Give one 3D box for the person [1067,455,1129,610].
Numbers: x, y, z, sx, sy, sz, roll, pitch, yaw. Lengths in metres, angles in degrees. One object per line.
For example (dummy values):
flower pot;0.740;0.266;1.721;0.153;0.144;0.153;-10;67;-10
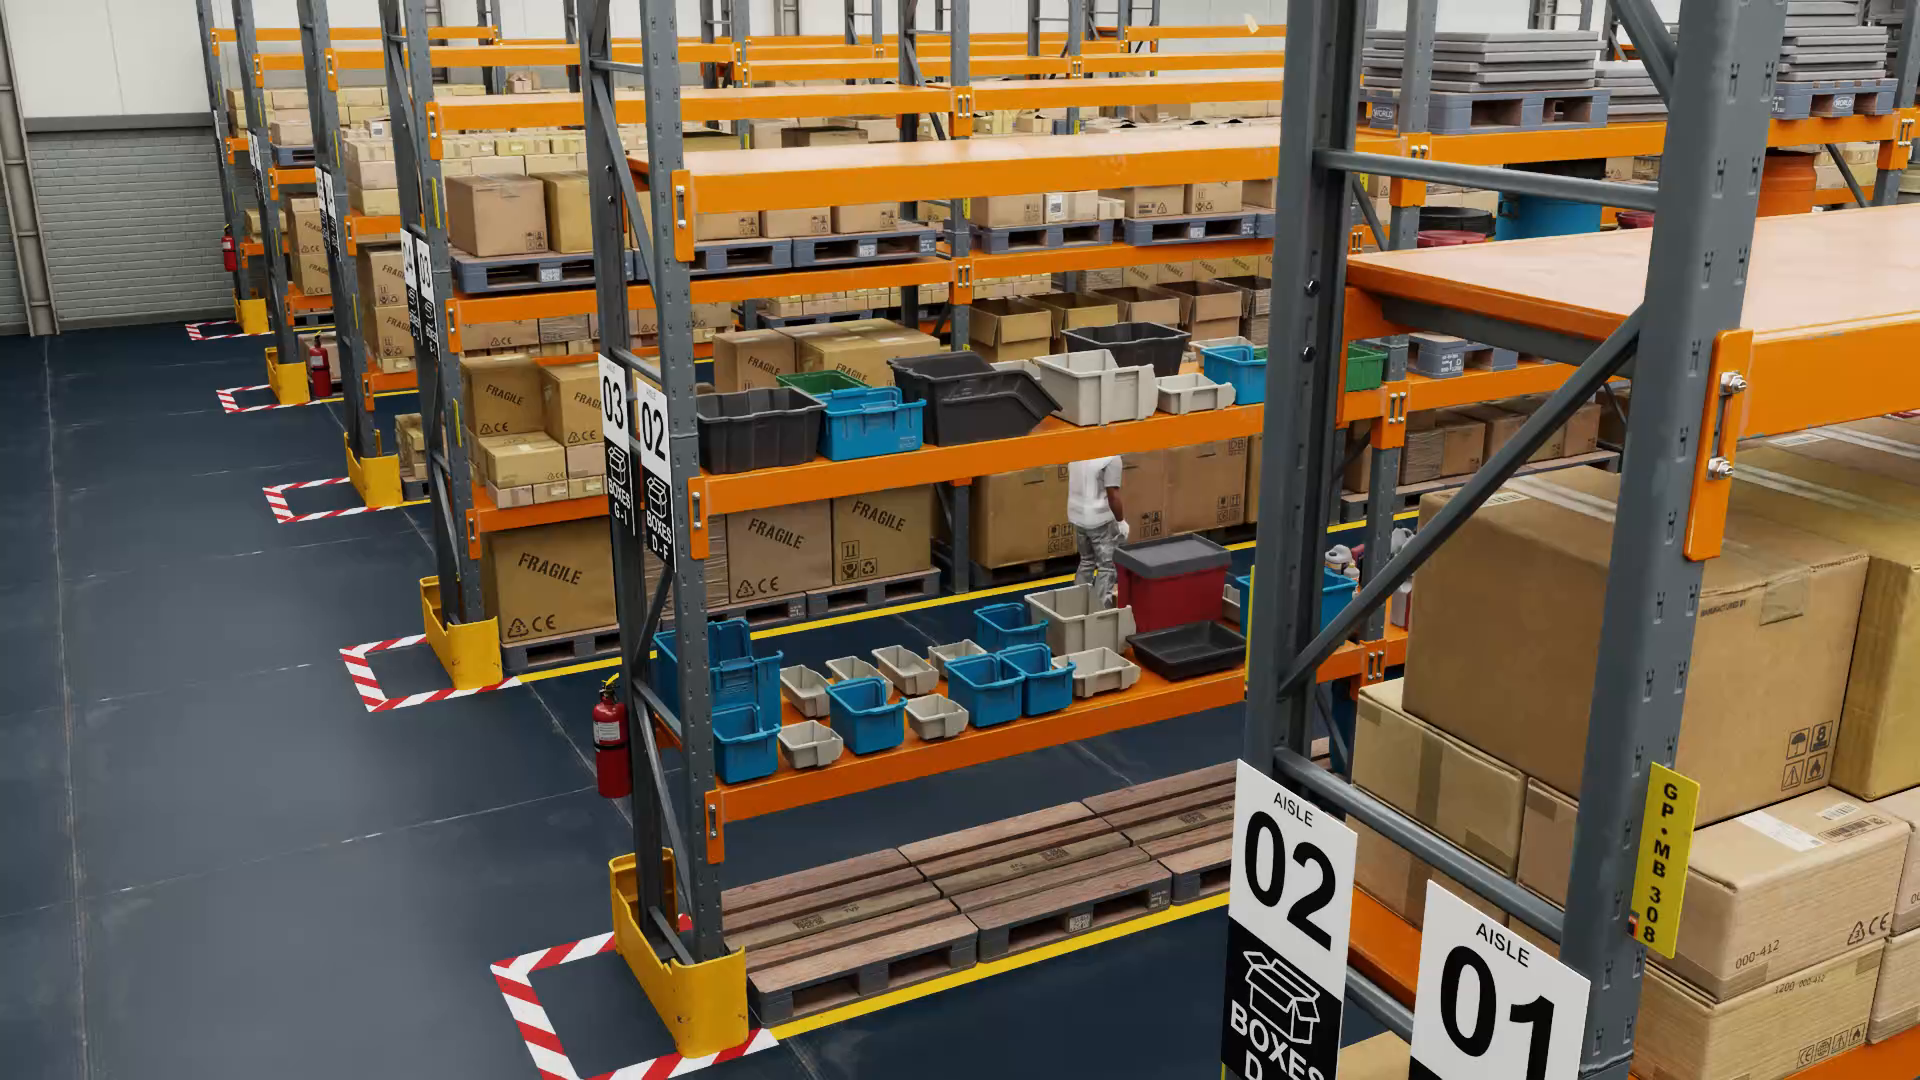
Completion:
person;1.085;-0.176;13.070;0.443;1.776;0.630;-11;21;-29
